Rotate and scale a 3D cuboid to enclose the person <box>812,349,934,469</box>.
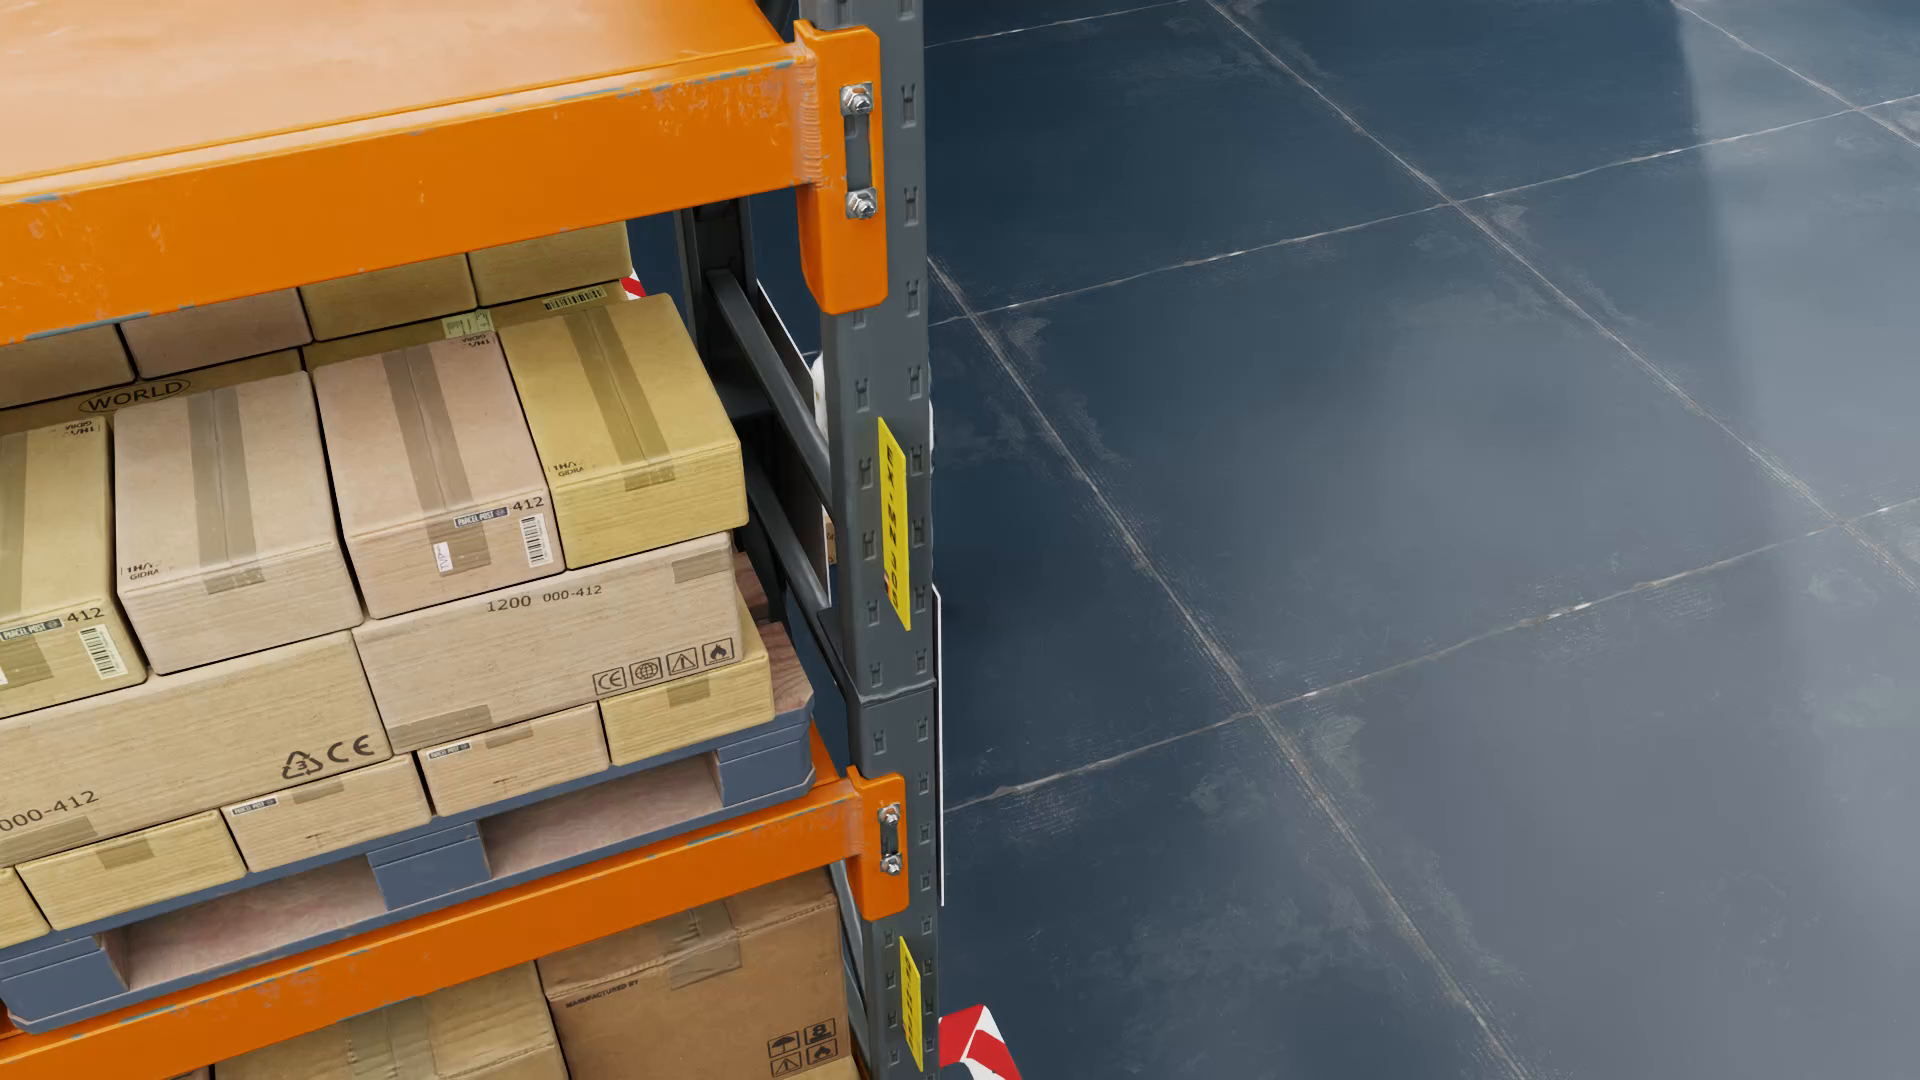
[{"bbox_3d":[-0.393,-0.414,6.596,0.479,1.666,0.605,-16,44,-17],"label":"person"}]
